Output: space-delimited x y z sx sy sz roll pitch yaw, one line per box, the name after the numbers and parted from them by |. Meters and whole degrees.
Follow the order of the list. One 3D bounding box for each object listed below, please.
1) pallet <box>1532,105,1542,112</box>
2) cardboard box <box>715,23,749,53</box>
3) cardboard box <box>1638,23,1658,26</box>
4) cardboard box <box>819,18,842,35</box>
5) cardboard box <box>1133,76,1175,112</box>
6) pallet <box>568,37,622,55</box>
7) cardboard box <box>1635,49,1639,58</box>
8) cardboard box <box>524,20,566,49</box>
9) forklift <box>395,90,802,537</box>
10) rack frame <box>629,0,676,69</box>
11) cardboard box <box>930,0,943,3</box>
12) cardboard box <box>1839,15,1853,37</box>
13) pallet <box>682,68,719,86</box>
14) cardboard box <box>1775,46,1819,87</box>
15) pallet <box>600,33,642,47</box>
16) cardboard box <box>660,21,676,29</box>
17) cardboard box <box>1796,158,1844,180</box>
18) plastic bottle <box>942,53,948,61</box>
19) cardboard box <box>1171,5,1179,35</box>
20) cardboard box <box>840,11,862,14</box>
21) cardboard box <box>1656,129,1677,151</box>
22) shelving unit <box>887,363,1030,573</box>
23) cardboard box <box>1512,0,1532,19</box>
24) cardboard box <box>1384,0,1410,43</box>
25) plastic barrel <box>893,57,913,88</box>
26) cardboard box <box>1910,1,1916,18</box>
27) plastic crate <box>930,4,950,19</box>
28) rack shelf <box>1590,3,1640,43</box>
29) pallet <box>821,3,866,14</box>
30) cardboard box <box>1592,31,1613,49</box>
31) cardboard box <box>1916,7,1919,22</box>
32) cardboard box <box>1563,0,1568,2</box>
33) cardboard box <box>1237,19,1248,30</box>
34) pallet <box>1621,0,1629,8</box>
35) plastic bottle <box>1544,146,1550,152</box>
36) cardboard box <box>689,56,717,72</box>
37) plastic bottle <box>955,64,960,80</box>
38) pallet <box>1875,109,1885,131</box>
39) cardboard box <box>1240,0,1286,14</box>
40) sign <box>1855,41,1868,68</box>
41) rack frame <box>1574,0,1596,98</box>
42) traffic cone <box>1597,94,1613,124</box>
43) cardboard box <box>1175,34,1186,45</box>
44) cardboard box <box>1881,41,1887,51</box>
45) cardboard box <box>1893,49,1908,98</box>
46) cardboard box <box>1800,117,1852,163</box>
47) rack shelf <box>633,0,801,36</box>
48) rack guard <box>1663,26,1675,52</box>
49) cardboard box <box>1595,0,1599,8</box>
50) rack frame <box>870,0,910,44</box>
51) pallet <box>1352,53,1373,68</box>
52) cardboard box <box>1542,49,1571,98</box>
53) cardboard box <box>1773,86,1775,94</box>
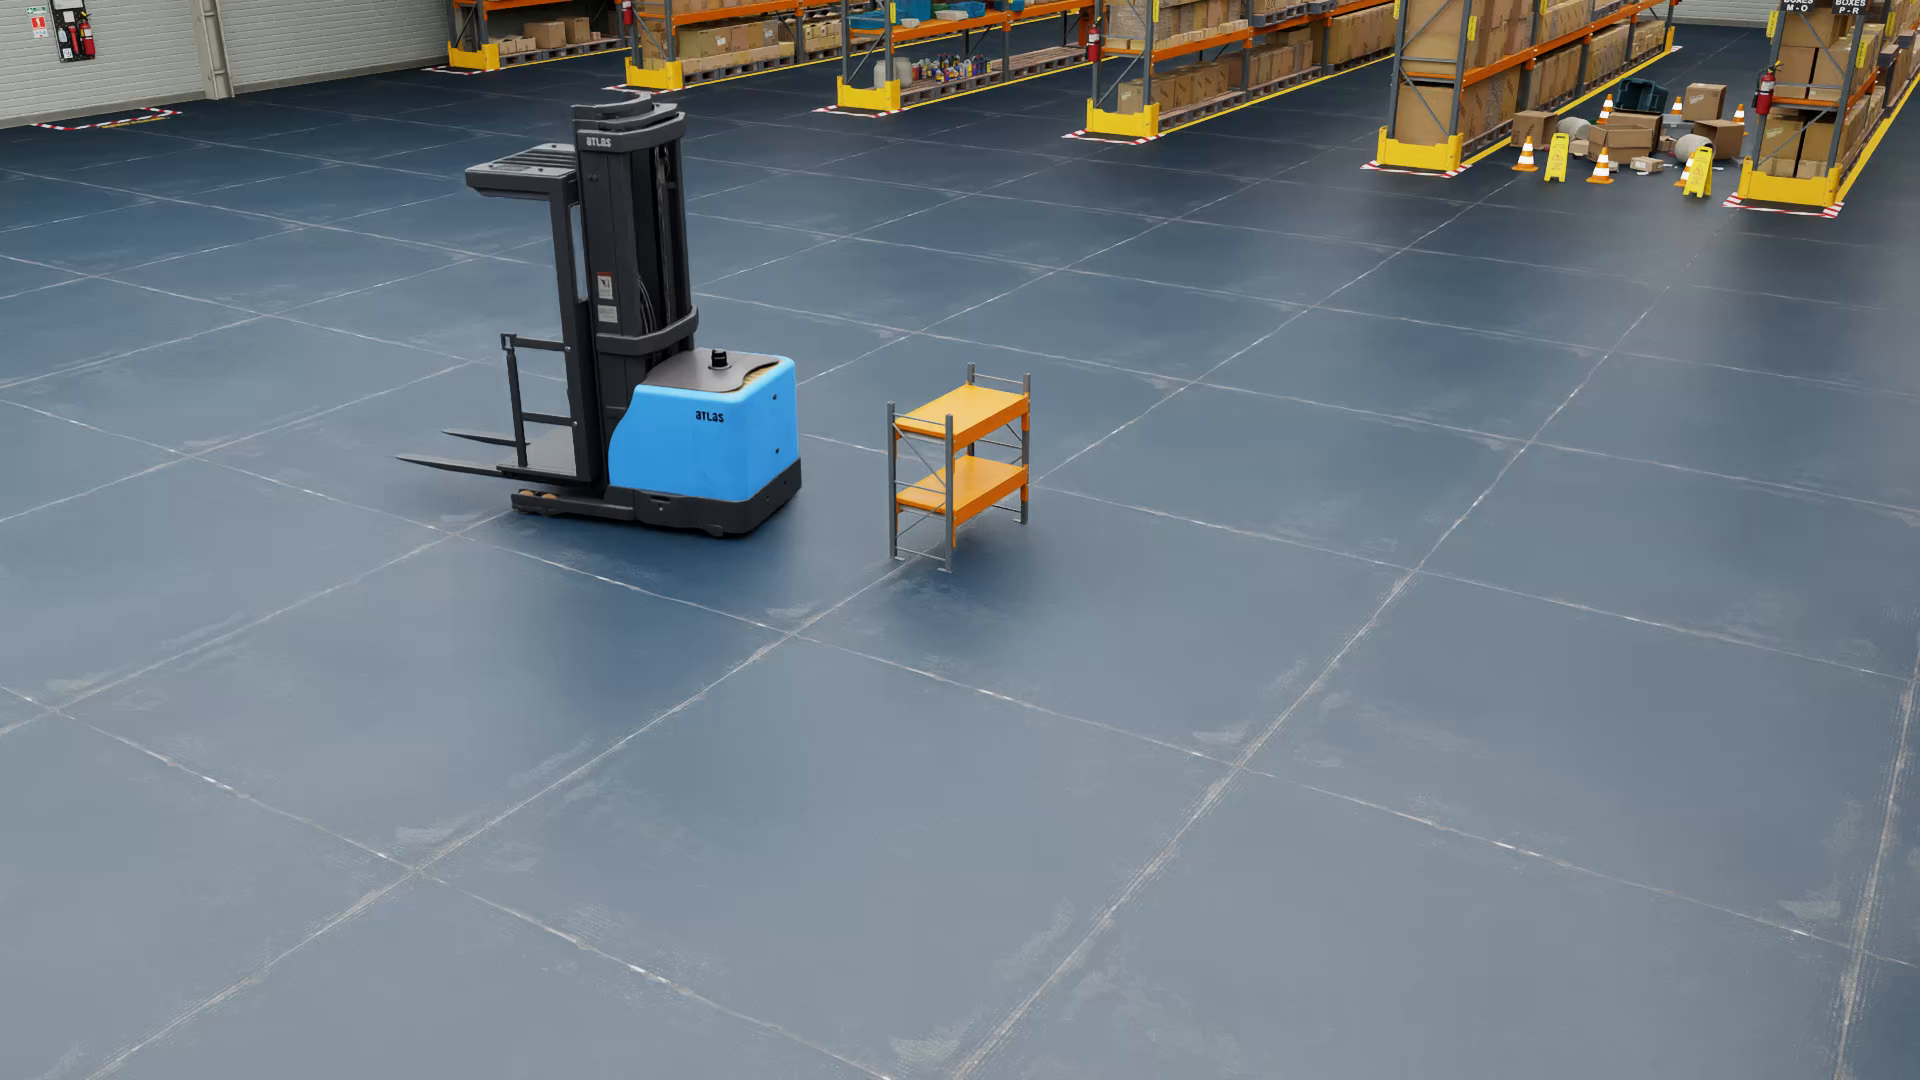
9.207 -7.252 28.237 1.003 0.211 1.213 14 27 29 | pallet
-4.555 -9.972 32.997 0.500 0.500 0.500 14 27 29 | cardboard box
14.730 -10.971 35.627 0.380 0.149 0.250 13 26 27 | cardboard box
-2.740 -11.025 35.668 0.500 0.311 0.500 13 27 27 | cardboard box
3.223 -7.441 27.781 0.500 0.500 0.500 -20 31 -39 | cardboard box
-8.245 -10.930 36.732 1.003 0.211 1.213 14 27 29 | pallet
13.689 -9.986 34.101 0.380 0.149 0.250 15 27 30 | cardboard box
-8.859 -10.792 35.497 0.700 0.500 0.500 12 26 26 | cardboard box
-2.763 -1.703 11.994 3.031 2.935 1.130 8 25 17 | forklift
-5.820 -10.057 31.205 1.000 3.000 0.127 14 27 29 | rack frame
-0.744 -12.887 39.390 0.500 0.250 0.500 13 27 28 | cardboard box
11.933 -7.264 22.996 0.700 0.500 0.500 14 27 29 | cardboard box
-5.453 -9.044 32.375 1.003 0.211 1.213 14 27 29 | pallet
11.065 -6.326 22.087 0.500 0.500 0.500 13 27 28 | cardboard box
-7.511 -11.427 37.880 1.003 0.211 1.213 14 27 29 | pallet
-7.013 -12.099 38.515 0.700 0.500 0.500 14 27 30 | cardboard box
11.673 -5.048 22.567 0.500 0.250 0.500 14 27 29 | cardboard box
-0.283 -9.168 31.933 0.144 0.351 0.185 15 27 30 | plastic bottle
3.069 -8.536 27.191 0.875 0.500 0.500 14 27 29 | cardboard box
-2.396 -11.651 37.113 0.500 0.311 0.500 13 27 28 | cardboard box
10.870 -6.173 25.675 0.258 0.266 0.396 -3 24 -7 | cardboard box
0.004 -0.518 11.532 0.538 1.125 1.048 14 27 29 | shelving unit
8.449 -8.493 26.045 0.875 0.550 0.550 14 27 29 | cardboard box
9.340 -11.453 36.577 0.875 0.875 0.875 14 27 29 | cardboard box
-1.068 -8.476 30.156 0.421 0.512 0.421 0 23 0 | plastic barrel
16.257 -9.222 28.837 0.500 0.250 0.500 14 27 29 | cardboard box
-0.460 -9.871 31.043 0.450 0.188 0.662 14 27 29 | plastic crate
12.029 -9.951 31.866 1.077 0.370 4.000 14 27 29 | rack shelf
-3.233 -14.104 44.064 1.003 0.211 1.213 14 27 29 | pallet
12.083 -9.513 31.623 0.500 0.250 0.500 14 27 29 | cardboard box
17.320 -9.680 30.523 0.500 0.250 0.500 13 27 28 | cardboard box
10.194 -9.617 28.804 0.700 0.500 0.500 13 27 28 | cardboard box
4.840 -9.080 29.265 0.380 0.149 0.250 14 27 29 | cardboard box
12.557 -10.640 32.795 1.003 0.211 1.213 14 27 29 | pallet
9.123 -6.001 25.536 0.283 0.061 0.133 5 24 11 | plastic bottle
-5.088 -9.291 32.370 0.500 0.250 0.500 14 27 29 | cardboard box
-0.053 -8.732 31.024 0.097 0.271 0.097 0 23 0 | plastic bottle
14.819 -7.060 27.792 1.003 0.211 1.213 14 27 29 | pallet
5.242 -10.036 29.874 1.000 1.000 1.000 14 27 29 | cardboard box
11.474 -6.186 21.175 0.100 0.325 0.005 14 27 29 | sign
10.974 -9.606 30.164 1.000 3.000 0.127 14 27 29 | rack frame
10.854 -7.228 27.864 0.336 0.463 0.334 14 27 29 | traffic cone
3.491 -8.244 27.333 0.380 0.149 0.250 14 27 29 | cardboard box
13.683 -7.450 24.972 0.380 0.149 0.250 14 27 30 | cardboard box
16.142 -8.336 29.377 0.875 0.875 0.875 14 27 30 | cardboard box
11.685 -5.400 22.437 0.500 0.500 0.500 13 27 27 | cardboard box
-4.765 -10.401 32.907 1.077 0.370 4.000 14 27 29 | rack shelf
15.154 -11.133 36.838 1.175 0.500 0.348 14 27 29 | rack guard
11.523 -9.883 30.590 0.380 0.149 0.250 15 28 31 | cardboard box
-1.600 -12.757 37.442 1.000 3.000 0.127 14 27 29 | rack frame
7.938 -10.060 34.723 1.003 0.211 1.213 14 27 29 | pallet
10.118 -8.284 29.413 1.050 0.750 0.750 14 27 30 | cardboard box
11.068 -6.067 22.305 0.380 0.149 0.250 14 27 28 | cardboard box
